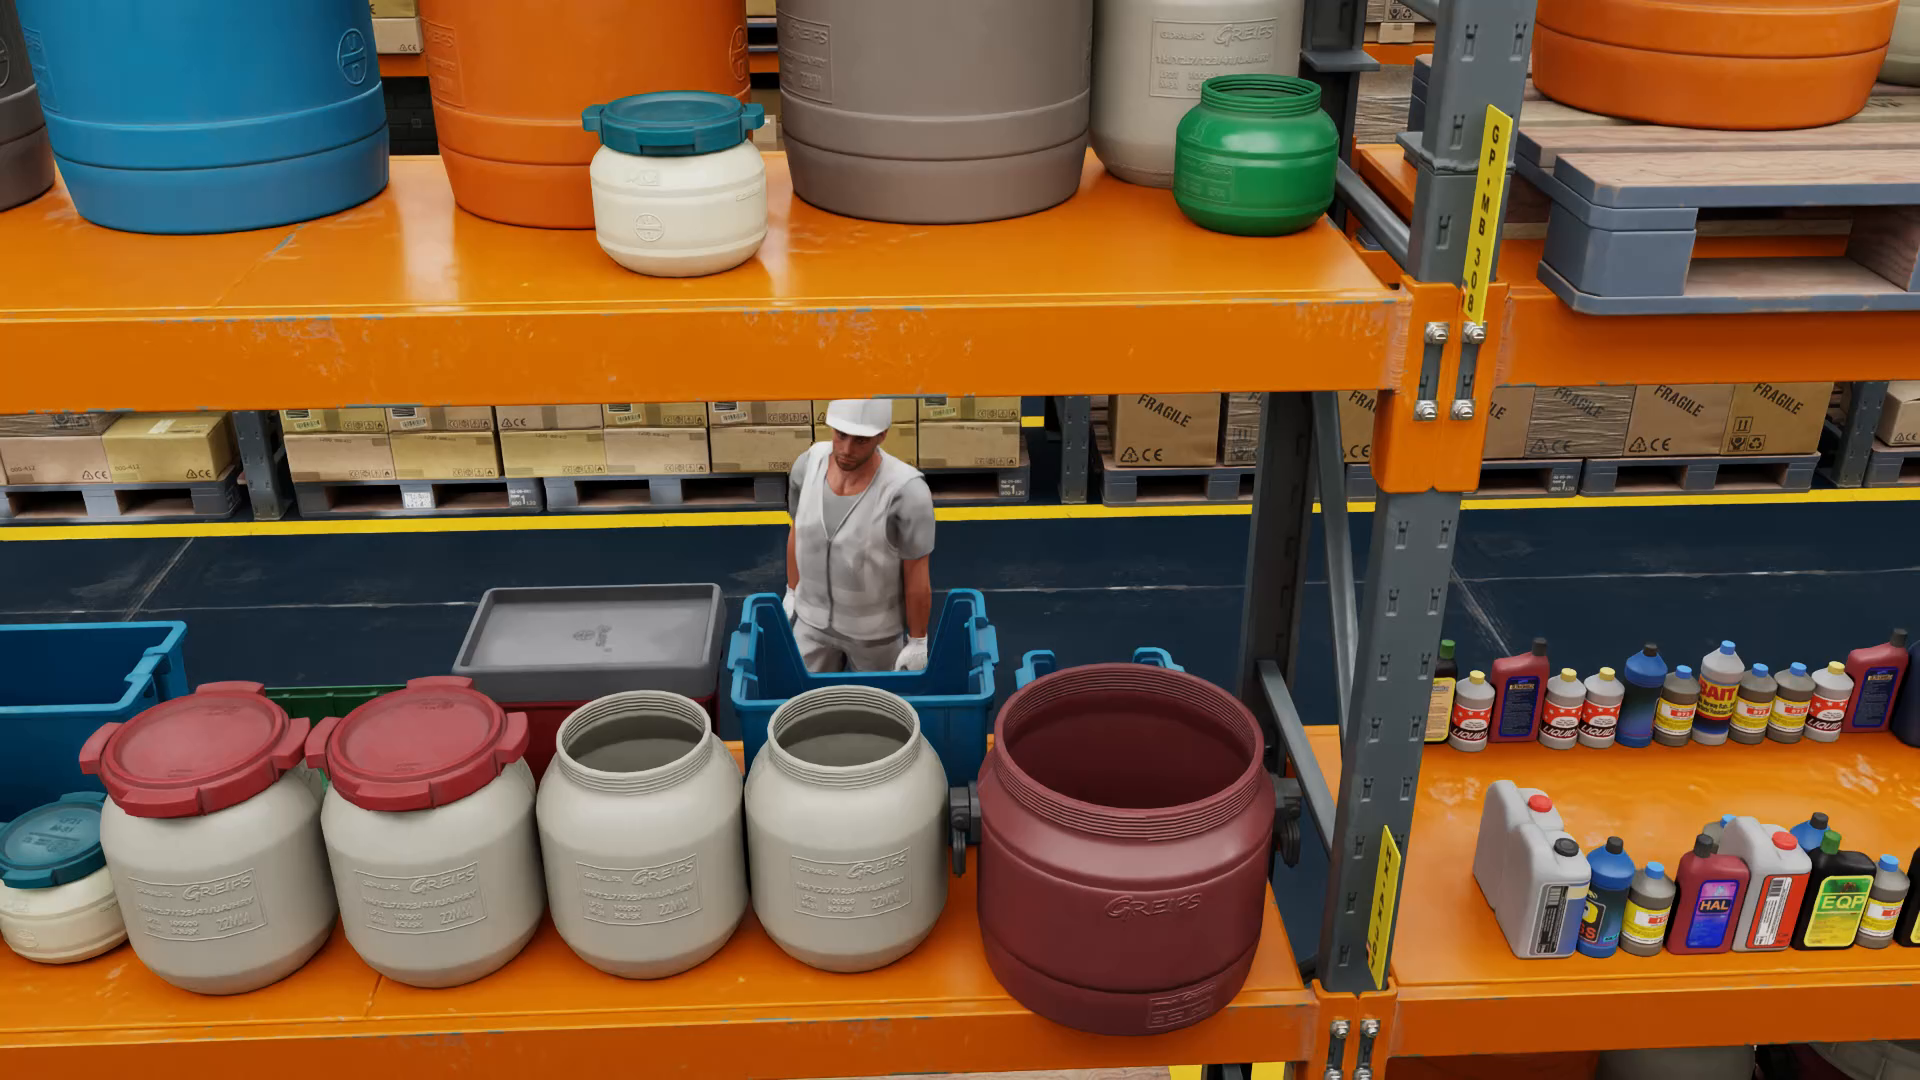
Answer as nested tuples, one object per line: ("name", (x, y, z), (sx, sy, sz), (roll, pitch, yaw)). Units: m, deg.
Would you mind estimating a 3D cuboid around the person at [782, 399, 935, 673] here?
("person", (-0.417, 0.330, 5.427), (0.597, 1.774, 0.718), (12, 30, 22))
